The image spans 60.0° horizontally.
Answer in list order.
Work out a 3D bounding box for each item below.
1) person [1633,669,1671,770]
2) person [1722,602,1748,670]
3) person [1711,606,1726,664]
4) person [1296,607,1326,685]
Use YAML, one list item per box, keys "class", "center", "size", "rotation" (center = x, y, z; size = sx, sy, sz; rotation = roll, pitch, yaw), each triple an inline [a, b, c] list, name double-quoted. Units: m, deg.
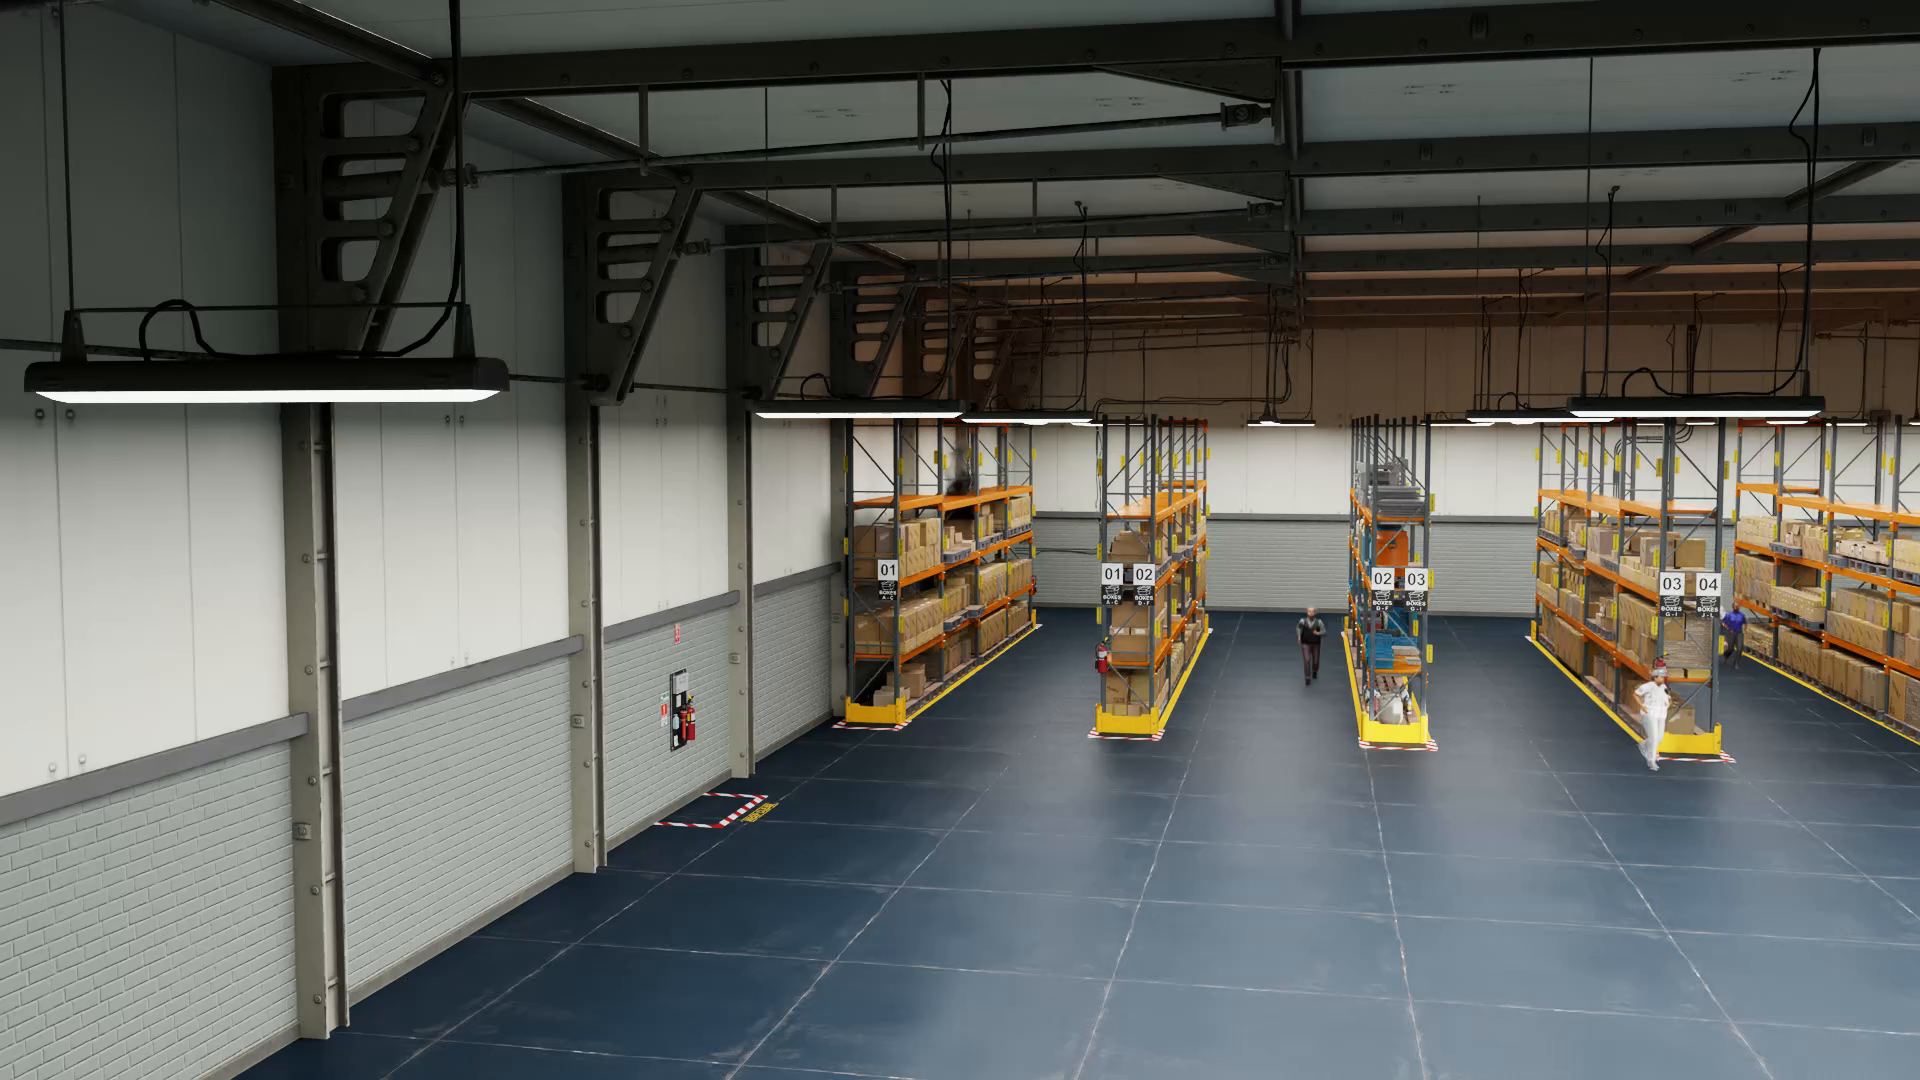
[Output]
- class: "person"
  center: [11.855, 3.030, 28.384]
  size: [0.642, 1.656, 0.904]
  rotation: [-1, 4, -18]
- class: "person"
  center: [18.518, 2.274, 39.722]
  size: [0.576, 1.604, 0.606]
  rotation: [1, 4, 9]
- class: "person"
  center: [18.470, 2.166, 40.728]
  size: [0.597, 1.720, 0.859]
  rotation: [1, 4, 19]
- class: "person"
  center: [7.886, 2.360, 37.374]
  size: [0.662, 1.698, 0.961]
  rotation: [1, 4, 11]
